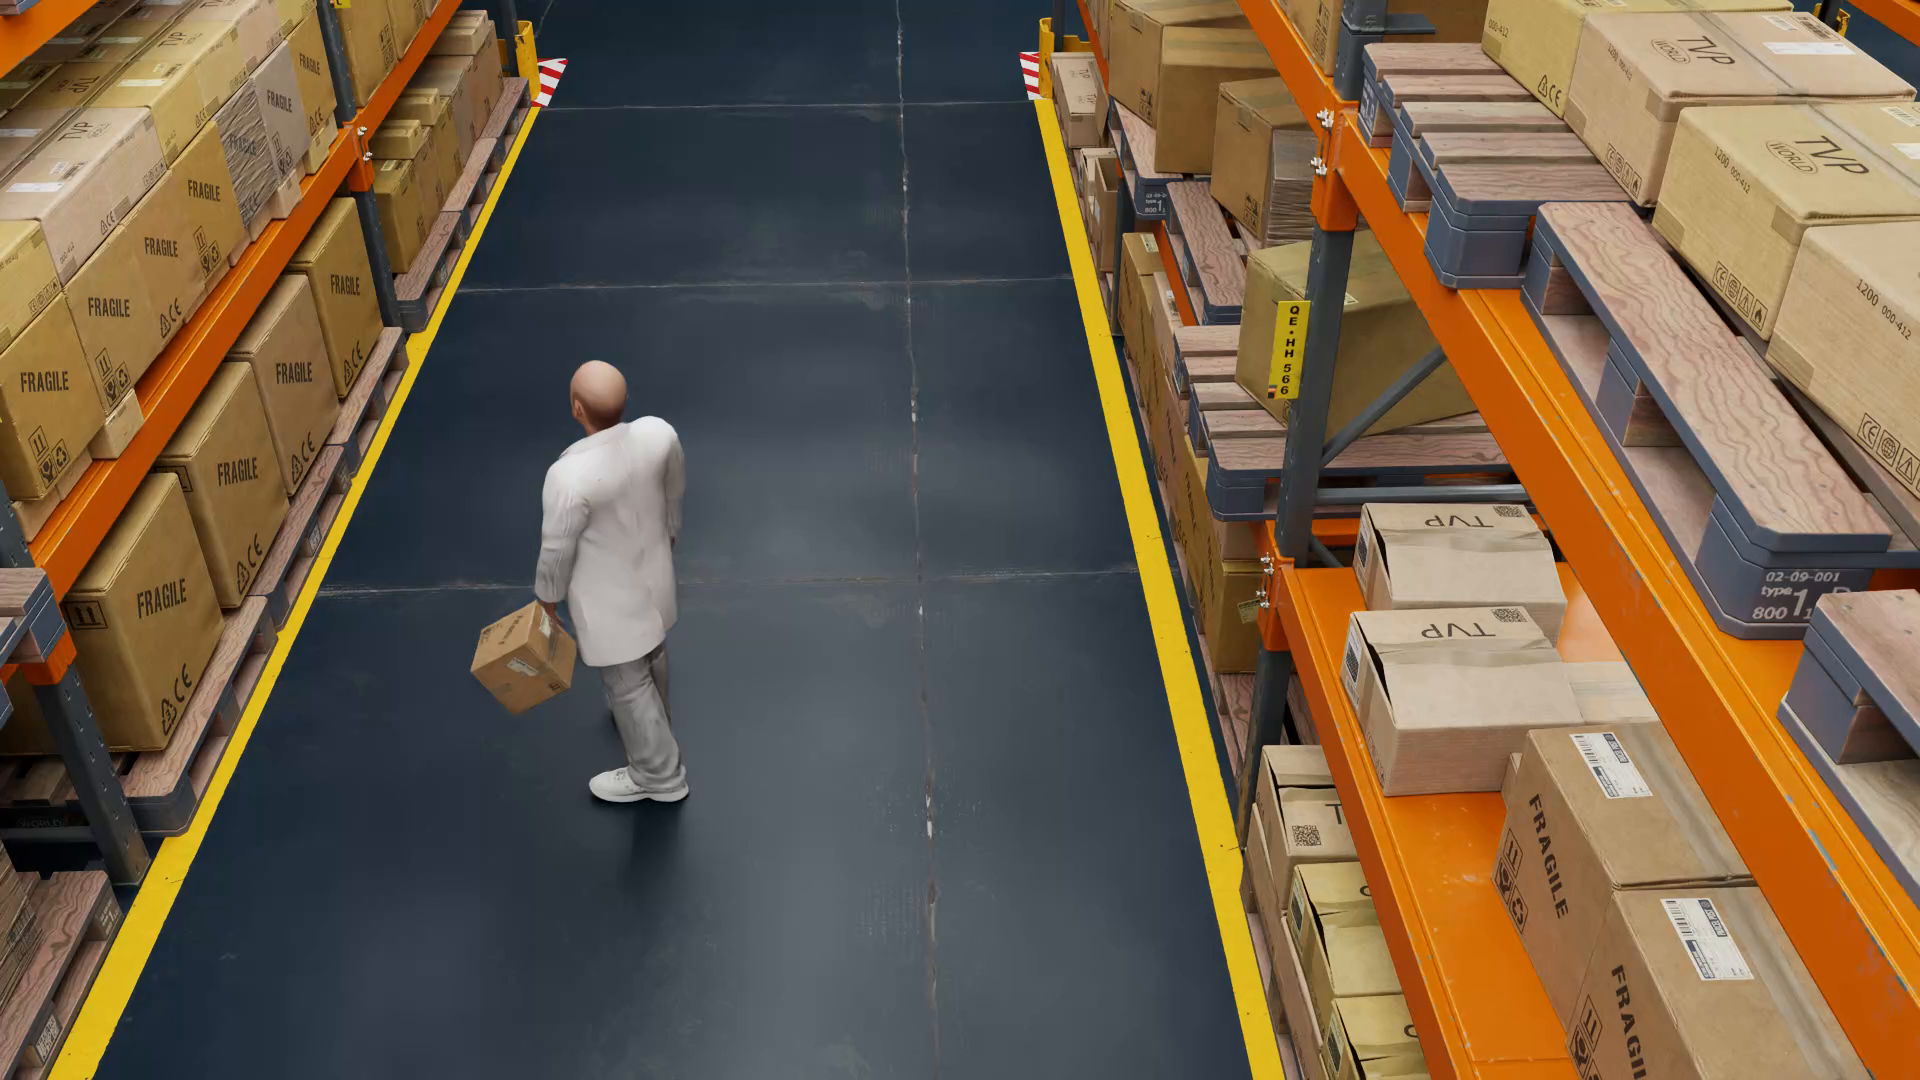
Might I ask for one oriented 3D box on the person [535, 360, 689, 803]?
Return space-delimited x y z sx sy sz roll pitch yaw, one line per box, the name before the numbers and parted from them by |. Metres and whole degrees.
person | -1.255 0.113 5.977 0.656 1.774 0.655 24 41 30
